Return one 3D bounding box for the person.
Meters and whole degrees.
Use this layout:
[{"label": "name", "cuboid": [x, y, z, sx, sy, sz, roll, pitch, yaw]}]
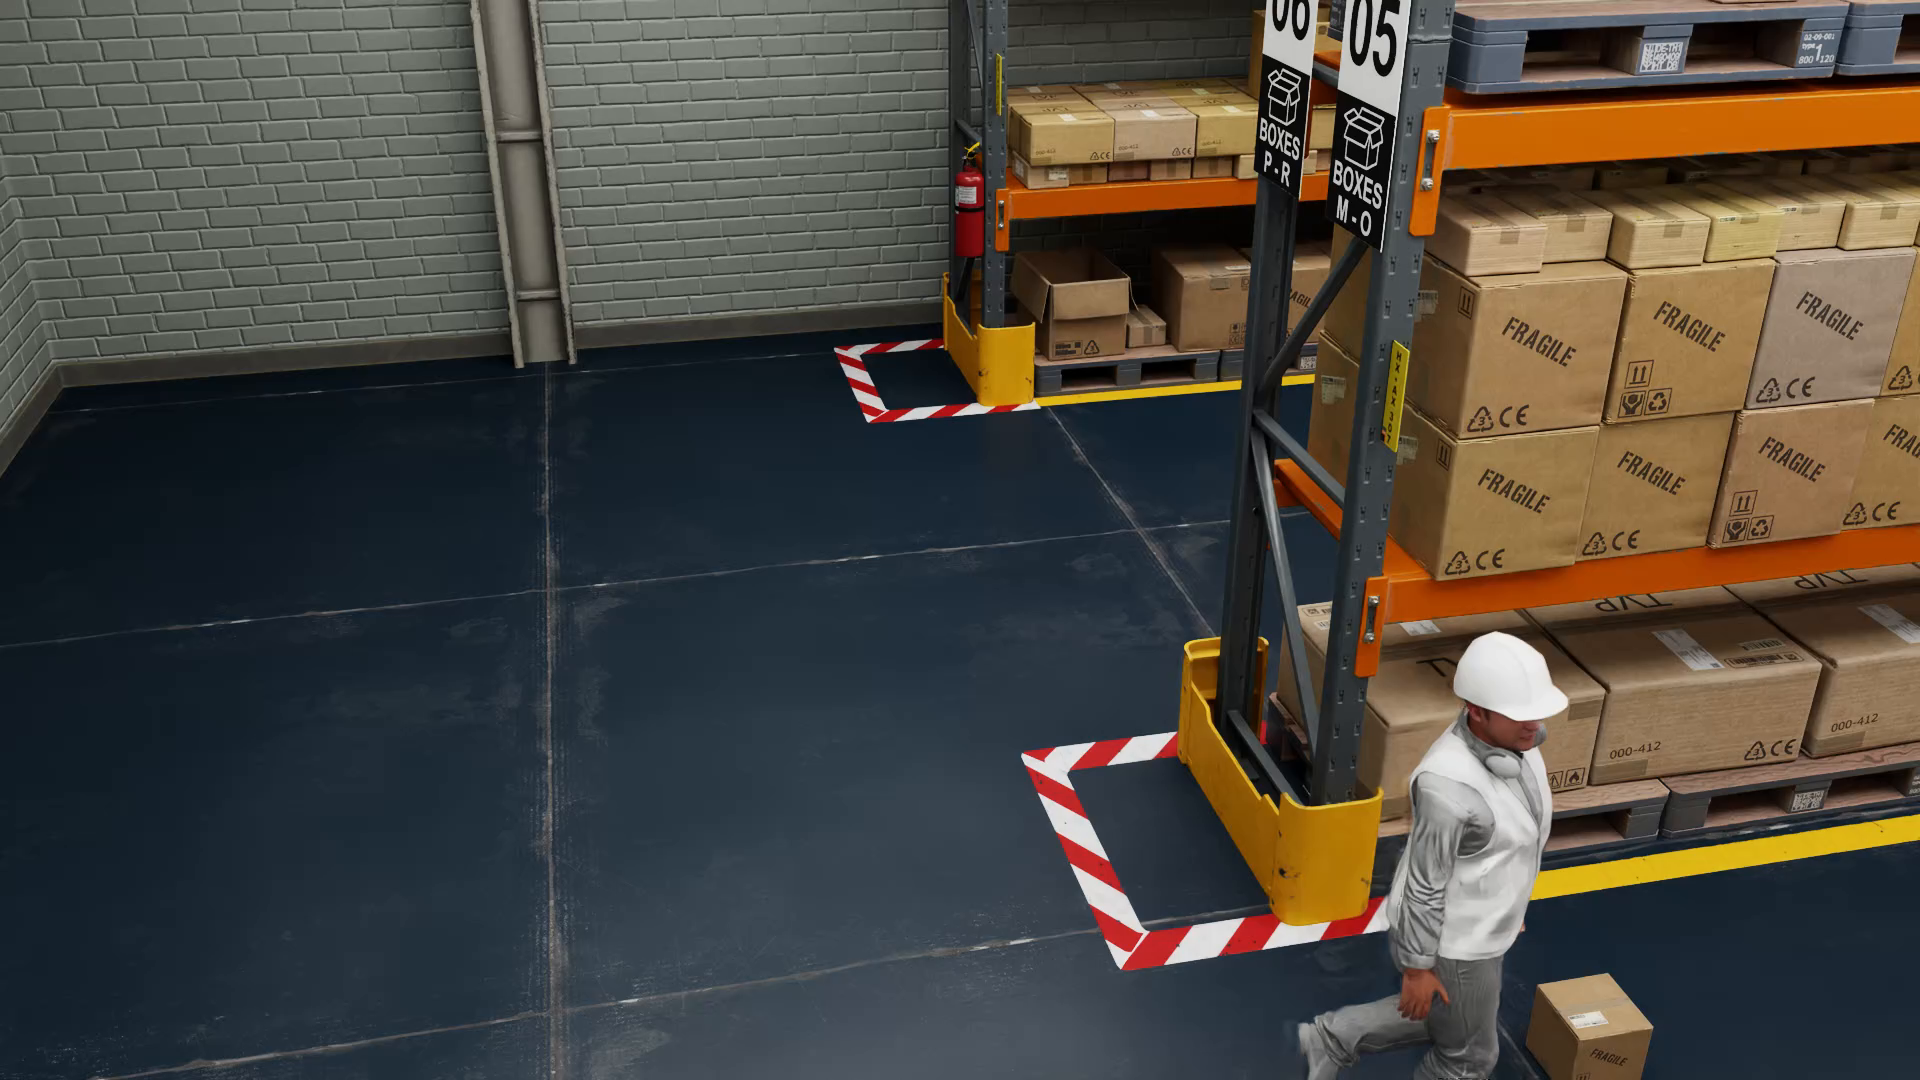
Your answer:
[{"label": "person", "cuboid": [1.285, 1.008, 4.551, 0.641, 1.754, 0.561, 12, 29, 22]}]
